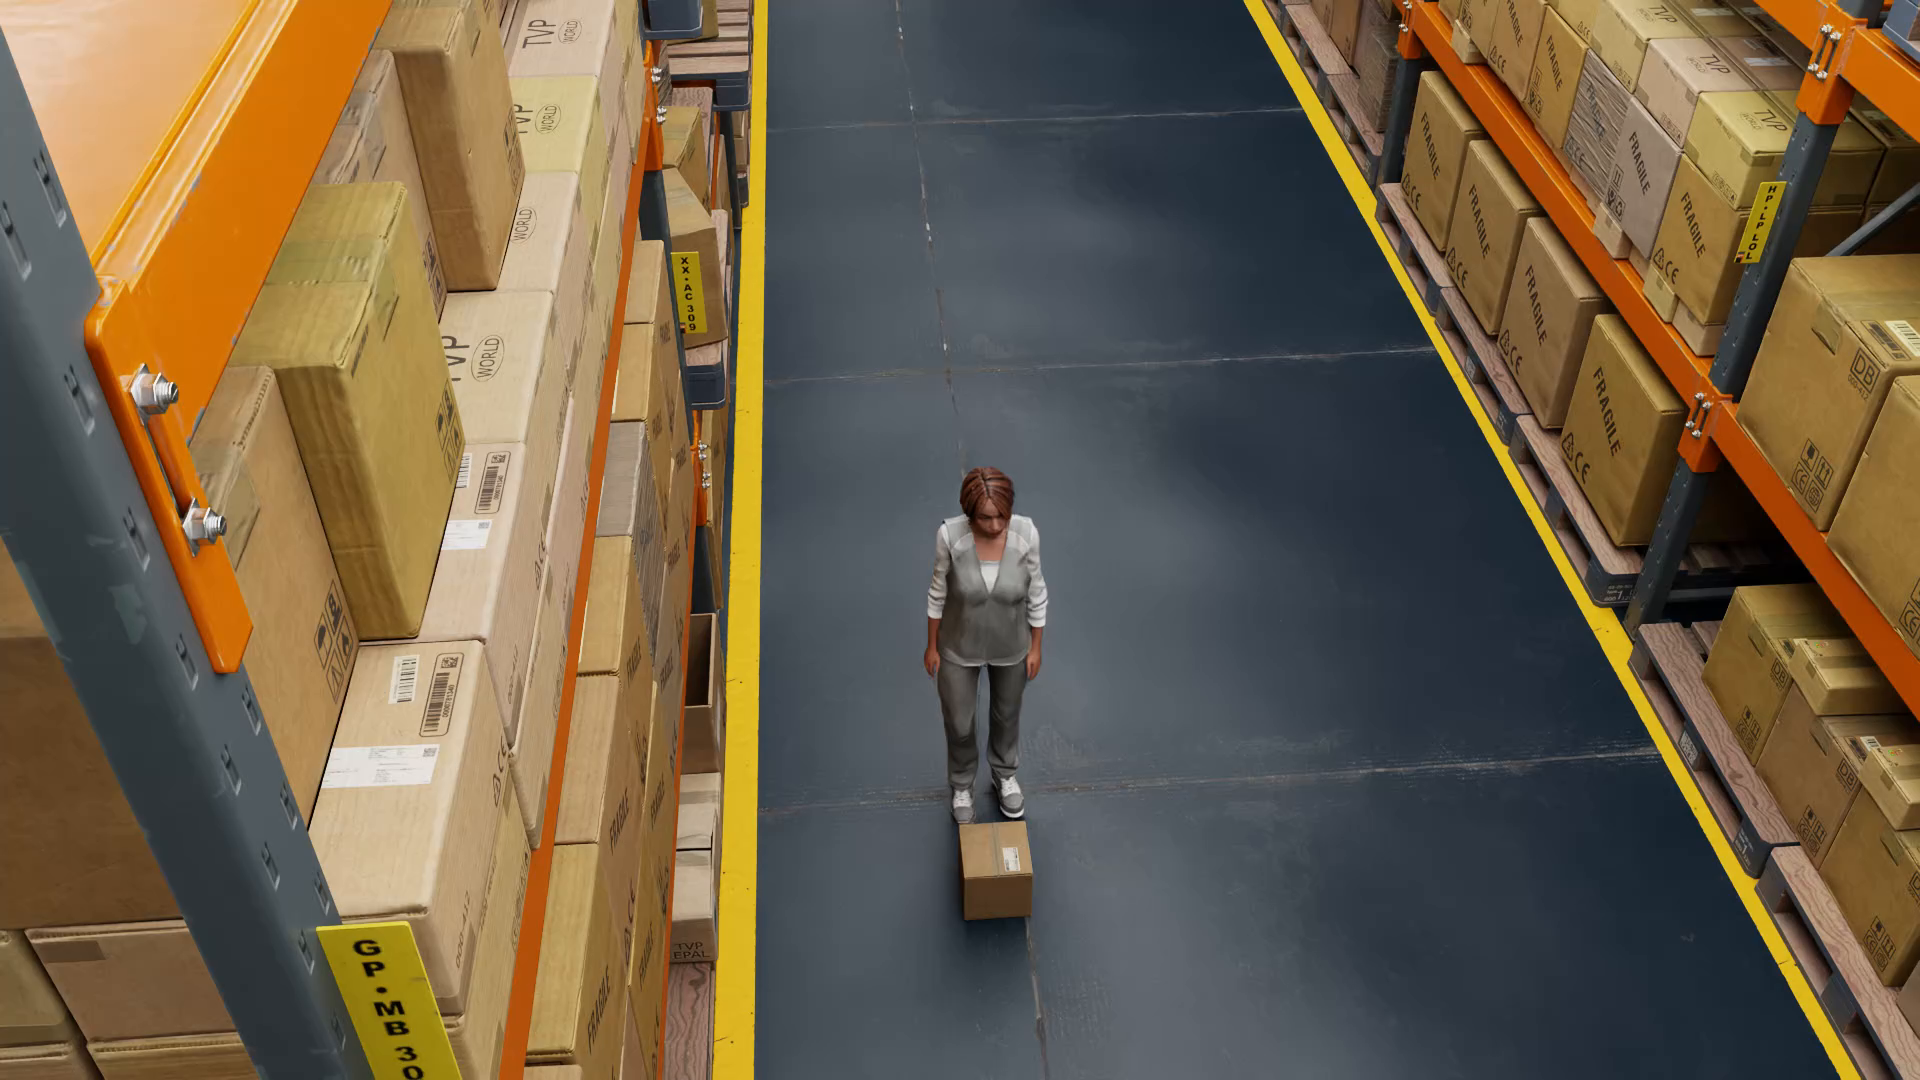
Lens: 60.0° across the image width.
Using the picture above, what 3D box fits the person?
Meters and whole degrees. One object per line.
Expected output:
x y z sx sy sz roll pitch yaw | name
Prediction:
0.094 0.405 6.087 0.449 1.631 0.319 -4 40 -4 | person
